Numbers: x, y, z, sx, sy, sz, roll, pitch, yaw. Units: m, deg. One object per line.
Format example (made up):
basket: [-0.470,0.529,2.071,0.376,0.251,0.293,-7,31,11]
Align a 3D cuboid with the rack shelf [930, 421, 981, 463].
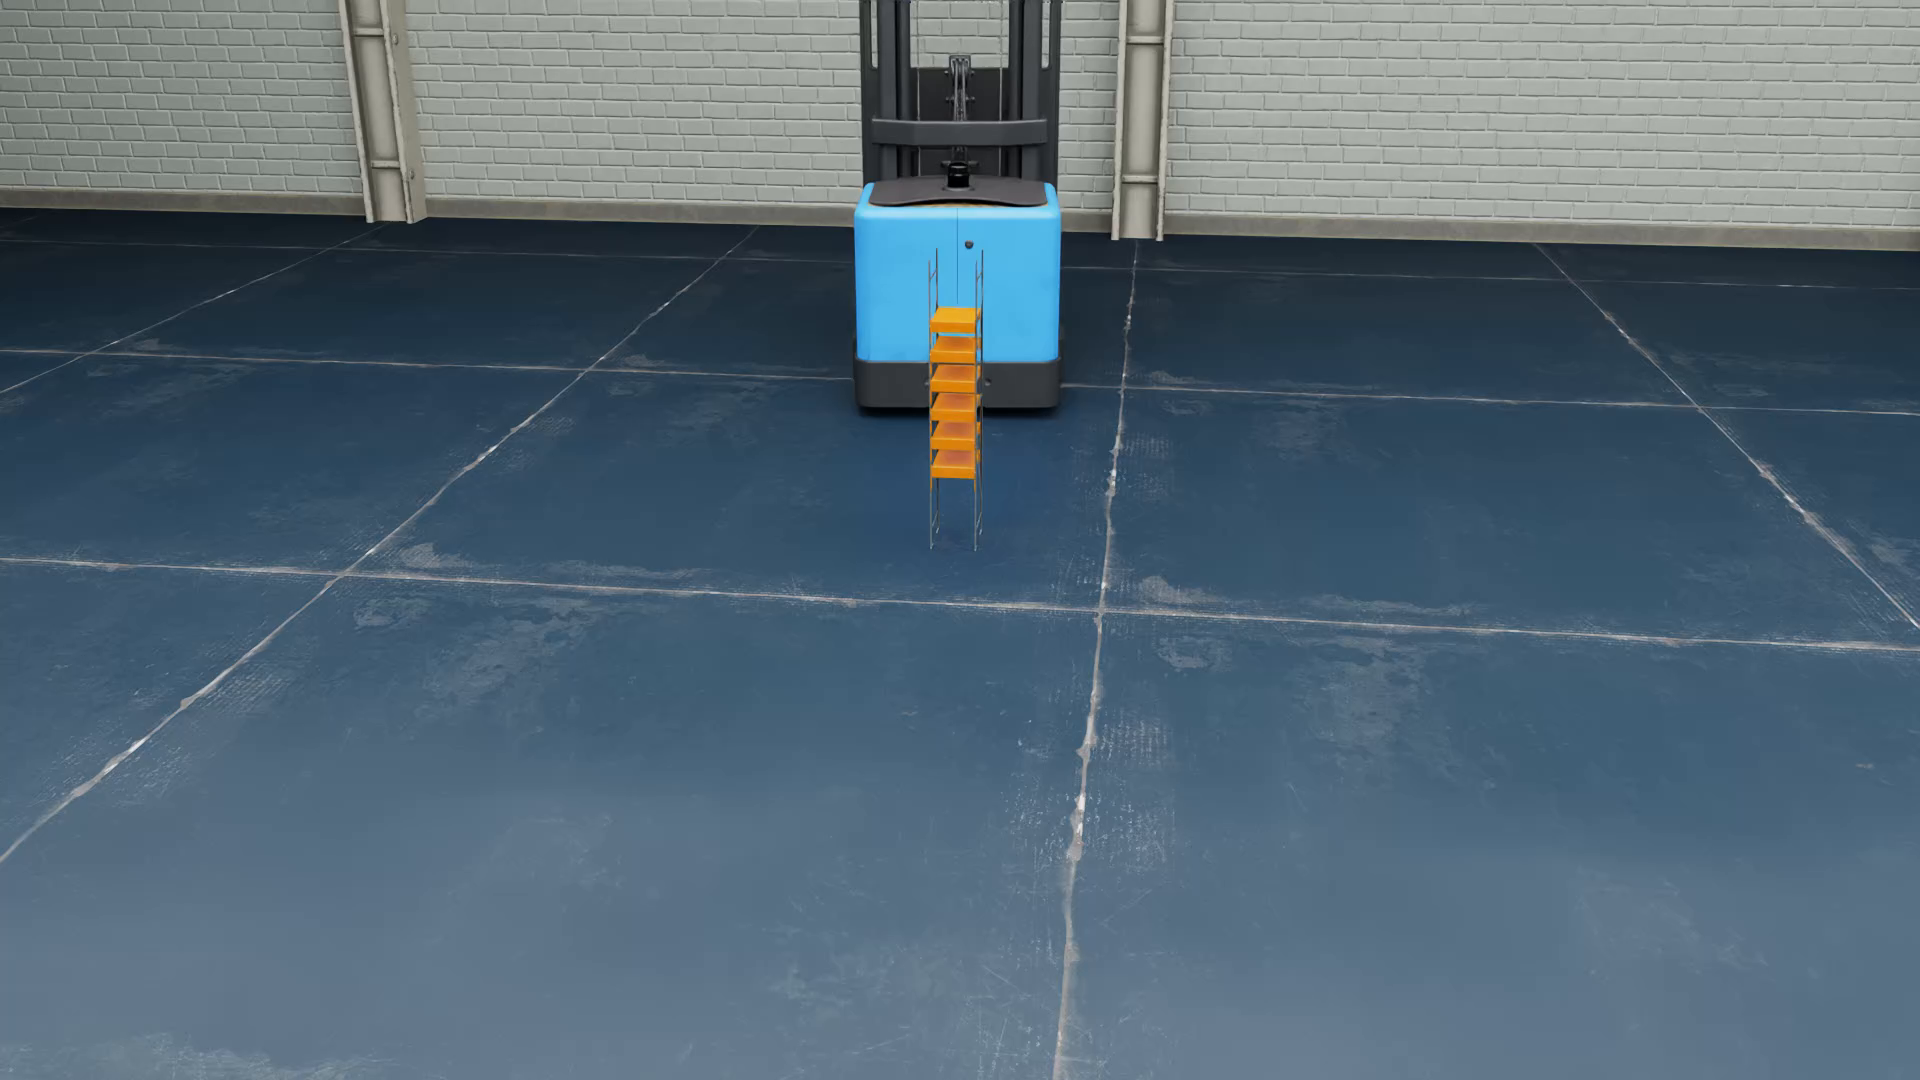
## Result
rack shelf: [-0.014,-0.406,6.781,0.180,0.103,0.258,2,22,6]

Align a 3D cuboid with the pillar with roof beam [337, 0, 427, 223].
pillar with roof beam: [-5.089,-5.227,7.922,0.400,9.000,9.100,2,22,6]

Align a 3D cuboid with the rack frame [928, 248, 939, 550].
rack frame: [-0.105,-0.563,6.731,0.006,1.200,0.240,2,22,6]

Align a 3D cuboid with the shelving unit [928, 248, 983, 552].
shelving unit: [-0.014,-0.559,6.721,0.189,1.200,0.258,2,22,6]

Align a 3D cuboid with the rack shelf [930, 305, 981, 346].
rack shelf: [-0.014,-0.852,6.605,0.180,0.103,0.258,2,22,6]

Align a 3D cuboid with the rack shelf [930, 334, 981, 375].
rack shelf: [-0.014,-0.740,6.649,0.180,0.103,0.258,2,22,6]

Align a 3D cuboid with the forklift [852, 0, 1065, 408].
forklift: [0.005,-2.523,9.335,1.130,2.935,3.031,0,22,1]

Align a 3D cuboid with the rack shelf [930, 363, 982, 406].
rack shelf: [-0.014,-0.629,6.693,0.180,0.103,0.258,2,22,6]

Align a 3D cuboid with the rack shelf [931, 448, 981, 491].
rack shelf: [-0.014,-0.294,6.825,0.180,0.103,0.258,2,22,6]

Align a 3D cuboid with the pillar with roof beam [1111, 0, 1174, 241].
pillar with roof beam: [0.870,-4.968,7.266,0.400,9.000,9.100,2,22,6]

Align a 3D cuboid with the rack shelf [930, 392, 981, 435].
rack shelf: [-0.014,-0.517,6.737,0.180,0.103,0.258,2,22,6]

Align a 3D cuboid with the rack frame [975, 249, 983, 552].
rack frame: [0.076,-0.555,6.711,0.006,1.200,0.240,2,22,6]
